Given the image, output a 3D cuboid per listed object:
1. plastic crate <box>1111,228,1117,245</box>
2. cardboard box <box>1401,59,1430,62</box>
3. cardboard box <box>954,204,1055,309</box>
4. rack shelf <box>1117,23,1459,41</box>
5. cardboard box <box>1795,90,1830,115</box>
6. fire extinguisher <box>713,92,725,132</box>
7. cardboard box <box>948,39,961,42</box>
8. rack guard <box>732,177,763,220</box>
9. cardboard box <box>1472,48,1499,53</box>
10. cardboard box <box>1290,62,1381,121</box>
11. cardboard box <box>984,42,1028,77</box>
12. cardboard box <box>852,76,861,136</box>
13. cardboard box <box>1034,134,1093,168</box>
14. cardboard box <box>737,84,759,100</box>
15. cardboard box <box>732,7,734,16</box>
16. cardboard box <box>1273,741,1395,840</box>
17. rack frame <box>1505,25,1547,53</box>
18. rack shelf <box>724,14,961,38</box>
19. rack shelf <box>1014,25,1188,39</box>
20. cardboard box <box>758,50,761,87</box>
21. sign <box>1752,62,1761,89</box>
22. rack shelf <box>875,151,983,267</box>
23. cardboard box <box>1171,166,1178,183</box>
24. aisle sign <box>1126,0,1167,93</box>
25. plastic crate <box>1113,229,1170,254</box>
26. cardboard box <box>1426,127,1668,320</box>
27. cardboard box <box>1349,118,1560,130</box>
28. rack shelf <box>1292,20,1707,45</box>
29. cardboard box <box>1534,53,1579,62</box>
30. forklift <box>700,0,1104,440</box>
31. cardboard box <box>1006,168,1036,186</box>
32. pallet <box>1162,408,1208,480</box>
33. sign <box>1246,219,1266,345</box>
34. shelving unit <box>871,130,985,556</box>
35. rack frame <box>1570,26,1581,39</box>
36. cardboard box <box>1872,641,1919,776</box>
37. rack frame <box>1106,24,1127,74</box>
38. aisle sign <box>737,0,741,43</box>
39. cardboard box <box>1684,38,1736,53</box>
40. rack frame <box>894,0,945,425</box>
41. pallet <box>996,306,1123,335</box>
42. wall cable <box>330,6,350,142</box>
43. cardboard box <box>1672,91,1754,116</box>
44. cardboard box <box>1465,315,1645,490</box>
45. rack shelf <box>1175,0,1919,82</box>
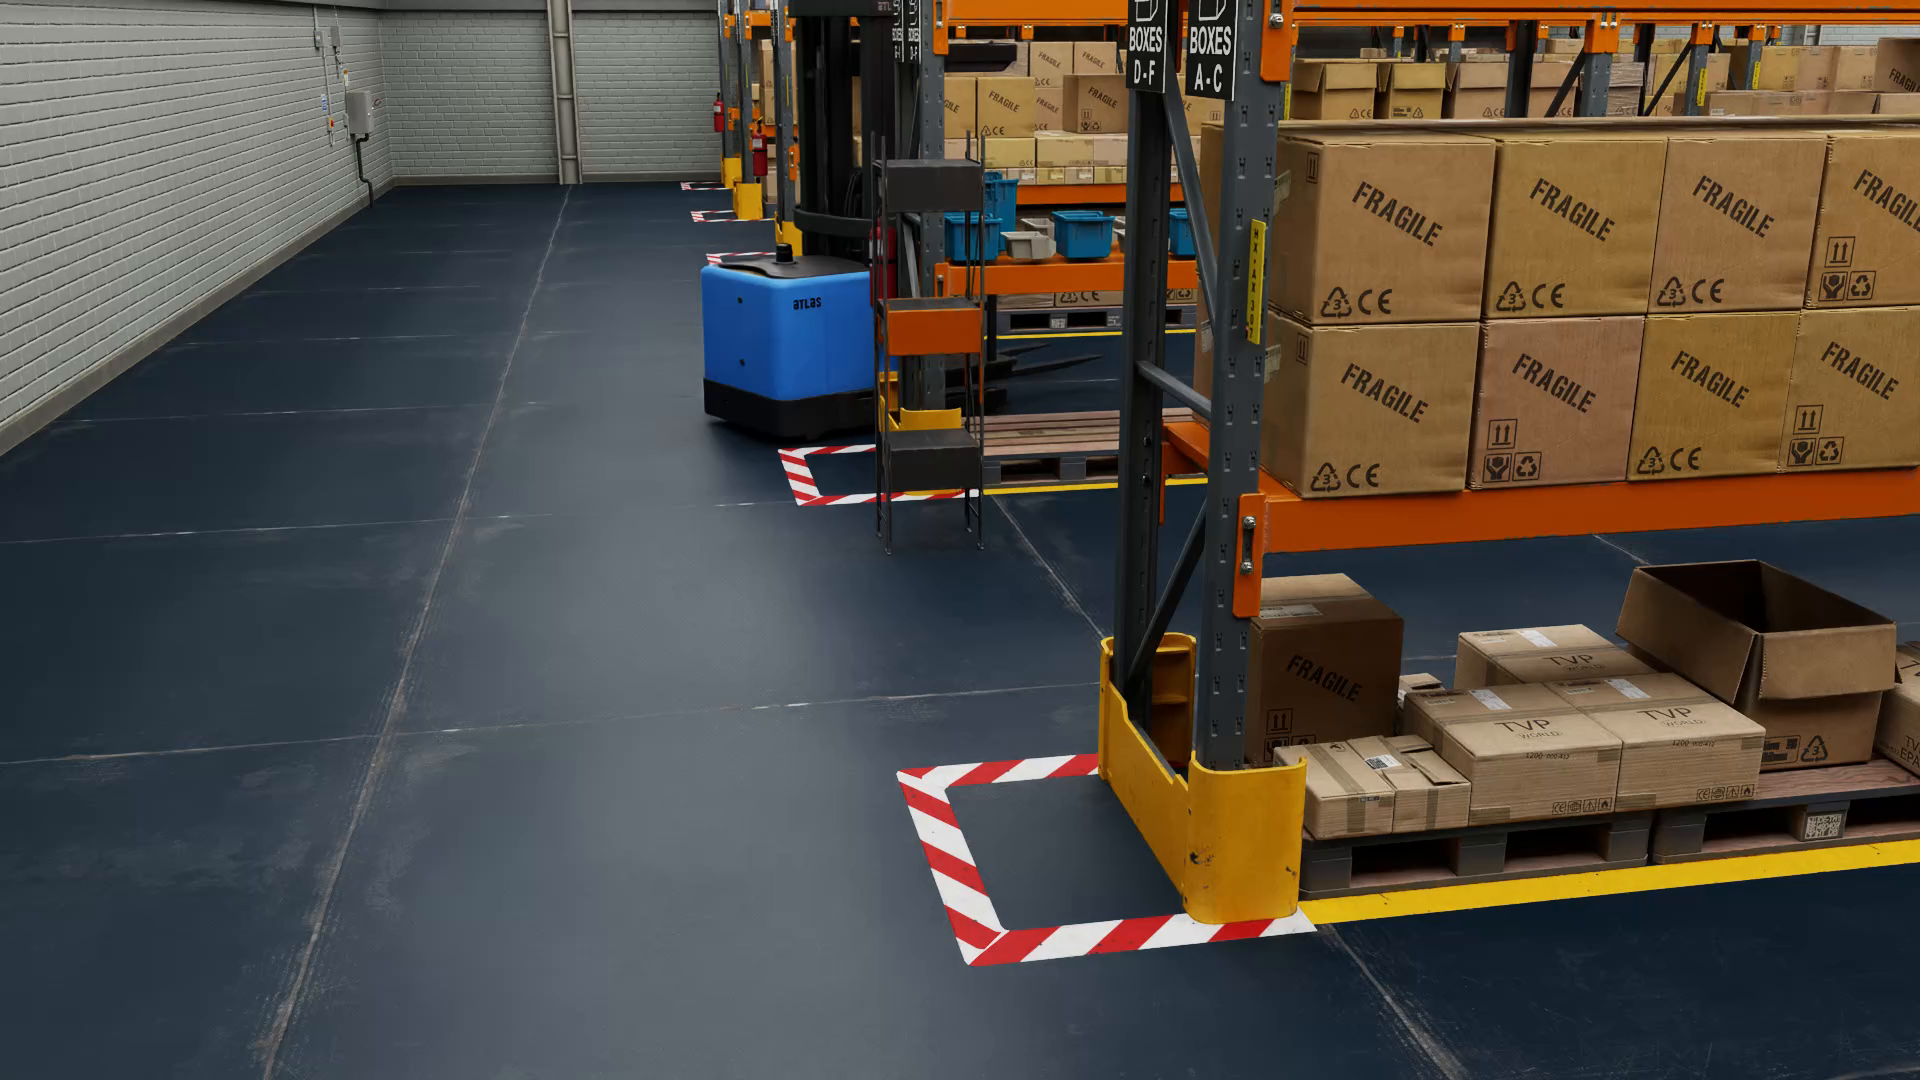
[{"bbox_3d":[0.813,-1.882,10.176,0.243,0.136,0.396,-3,17,-10],"label":"plastic crate"},{"bbox_3d":[6.804,-7.037,25.222,0.500,0.500,0.500,-4,18,-13],"label":"cardboard box"},{"bbox_3d":[0.327,-2.592,15.045,0.875,0.875,0.875,-3,17,-10],"label":"cardboard box"},{"bbox_3d":[3.869,-6.157,19.865,4.000,0.370,1.077,-3,17,-10],"label":"rack shelf"},{"bbox_3d":[10.656,-5.534,21.465,0.550,0.550,0.875,-3,17,-10],"label":"cardboard box"},{"bbox_3d":[-4.062,-7.228,28.003,0.183,0.674,0.296,-3,17,-10],"label":"fire extinguisher"},{"bbox_3d":[-0.146,-7.090,23.809,0.250,0.149,0.380,-3,17,-11],"label":"cardboard box"},{"bbox_3d":[-3.083,-4.958,24.102,0.348,0.500,1.175,-3,17,-10],"label":"rack guard"},{"bbox_3d":[8.193,-7.599,25.947,0.250,0.149,0.380,-3,17,-11],"label":"cardboard box"},{"bbox_3d":[3.373,-4.085,15.125,0.637,0.503,0.797,-4,17,-12],"label":"cardboard box"},{"bbox_3d":[0.484,-5.465,19.115,0.500,0.500,0.500,-3,17,-9],"label":"cardboard box"},{"bbox_3d":[-0.751,-3.829,14.642,0.500,0.500,0.500,-3,17,-10],"label":"cardboard box"},{"bbox_3d":[0.857,-3.405,14.538,0.500,0.250,0.500,-4,17,-12],"label":"cardboard box"},{"bbox_3d":[-3.509,-7.603,28.205,0.500,0.250,0.500,-3,17,-10],"label":"cardboard box"},{"bbox_3d":[-3.735,-8.983,28.269,0.250,0.149,0.380,-3,17,-9],"label":"cardboard box"},{"bbox_3d":[1.172,0.787,5.247,0.250,0.149,0.380,-3,17,-10],"label":"cardboard box"},{"bbox_3d":[8.722,-6.823,25.916,0.127,3.000,1.000,-3,17,-10],"label":"rack frame"},{"bbox_3d":[-2.041,-8.786,28.425,4.000,0.370,1.077,-3,17,-10],"label":"rack shelf"},{"bbox_3d":[2.831,-7.578,24.493,4.000,0.370,1.077,-3,17,-10],"label":"rack shelf"},{"bbox_3d":[-2.632,-6.775,23.889,0.500,0.500,0.500,-3,17,-9],"label":"cardboard box"},{"bbox_3d":[9.873,-5.761,20.622,0.005,0.325,0.100,-3,17,-10],"label":"sign"},{"bbox_3d":[-0.162,-1.651,8.272,0.480,0.518,0.431,-3,17,-10],"label":"rack shelf"},{"bbox_3d":[1.753,-3.246,14.698,0.250,0.149,0.380,-3,17,-9],"label":"cardboard box"},{"bbox_3d":[0.571,-1.769,5.033,0.004,0.787,0.394,-3,17,-10],"label":"aisle sign"},{"bbox_3d":[1.061,-1.723,9.659,0.298,0.136,0.250,-3,17,-10],"label":"plastic crate"},{"bbox_3d":[1.693,-0.947,4.913,0.500,0.500,0.500,-3,17,-10],"label":"cardboard box"},{"bbox_3d":[1.576,-1.100,5.410,0.500,0.500,0.500,-3,17,-9],"label":"cardboard box"},{"bbox_3d":[4.711,-4.722,15.192,4.000,0.370,1.077,-3,17,-10],"label":"rack shelf"},{"bbox_3d":[7.275,-5.784,20.661,0.500,0.500,0.700,-4,17,-11],"label":"cardboard box"},{"bbox_3d":[-0.295,-2.382,11.575,3.031,2.935,1.130,-13,22,-37],"label":"forklift"},{"bbox_3d":[0.493,-3.174,14.465,0.250,0.149,0.380,-3,17,-11],"label":"cardboard box"},{"bbox_3d":[1.772,-0.638,10.530,1.213,0.211,1.003,-3,17,-10],"label":"pallet"},{"bbox_3d":[0.799,-0.699,4.503,0.005,0.325,0.100,-3,17,-10],"label":"sign"},{"bbox_3d":[-0.162,-0.995,8.473,0.503,2.100,0.431,-3,17,-10],"label":"shelving unit"},{"bbox_3d":[11.704,-8.476,31.299,0.127,3.000,1.000,-3,17,-10],"label":"rack frame"},{"bbox_3d":[3.381,0.566,5.690,0.500,0.311,0.500,-3,17,-10],"label":"cardboard box"},{"bbox_3d":[1.906,-4.956,19.837,0.127,3.000,1.000,-3,17,-10],"label":"rack frame"},{"bbox_3d":[-3.075,-7.309,23.073,0.004,0.787,0.394,-3,17,-10],"label":"aisle sign"},{"bbox_3d":[11.691,-7.596,26.054,0.500,0.500,0.700,-3,17,-10],"label":"cardboard box"},{"bbox_3d":[-0.240,-1.869,9.790,0.127,3.000,1.000,-3,17,-10],"label":"rack frame"},{"bbox_3d":[0.786,-2.098,15.284,1.213,0.211,1.003,-3,17,-10],"label":"pallet"},{"bbox_3d":[-8.872,-6.727,23.875,0.122,1.984,0.588,-3,17,-10],"label":"wall cable"},{"bbox_3d":[7.197,-4.033,15.948,0.500,0.500,0.500,-5,18,-17],"label":"cardboard box"},{"bbox_3d":[1.687,-0.468,5.057,0.500,0.500,0.500,-3,17,-11],"label":"cardboard box"},{"bbox_3d":[2.659,-1.643,5.168,4.000,0.370,1.077,-3,17,-10],"label":"rack shelf"}]
